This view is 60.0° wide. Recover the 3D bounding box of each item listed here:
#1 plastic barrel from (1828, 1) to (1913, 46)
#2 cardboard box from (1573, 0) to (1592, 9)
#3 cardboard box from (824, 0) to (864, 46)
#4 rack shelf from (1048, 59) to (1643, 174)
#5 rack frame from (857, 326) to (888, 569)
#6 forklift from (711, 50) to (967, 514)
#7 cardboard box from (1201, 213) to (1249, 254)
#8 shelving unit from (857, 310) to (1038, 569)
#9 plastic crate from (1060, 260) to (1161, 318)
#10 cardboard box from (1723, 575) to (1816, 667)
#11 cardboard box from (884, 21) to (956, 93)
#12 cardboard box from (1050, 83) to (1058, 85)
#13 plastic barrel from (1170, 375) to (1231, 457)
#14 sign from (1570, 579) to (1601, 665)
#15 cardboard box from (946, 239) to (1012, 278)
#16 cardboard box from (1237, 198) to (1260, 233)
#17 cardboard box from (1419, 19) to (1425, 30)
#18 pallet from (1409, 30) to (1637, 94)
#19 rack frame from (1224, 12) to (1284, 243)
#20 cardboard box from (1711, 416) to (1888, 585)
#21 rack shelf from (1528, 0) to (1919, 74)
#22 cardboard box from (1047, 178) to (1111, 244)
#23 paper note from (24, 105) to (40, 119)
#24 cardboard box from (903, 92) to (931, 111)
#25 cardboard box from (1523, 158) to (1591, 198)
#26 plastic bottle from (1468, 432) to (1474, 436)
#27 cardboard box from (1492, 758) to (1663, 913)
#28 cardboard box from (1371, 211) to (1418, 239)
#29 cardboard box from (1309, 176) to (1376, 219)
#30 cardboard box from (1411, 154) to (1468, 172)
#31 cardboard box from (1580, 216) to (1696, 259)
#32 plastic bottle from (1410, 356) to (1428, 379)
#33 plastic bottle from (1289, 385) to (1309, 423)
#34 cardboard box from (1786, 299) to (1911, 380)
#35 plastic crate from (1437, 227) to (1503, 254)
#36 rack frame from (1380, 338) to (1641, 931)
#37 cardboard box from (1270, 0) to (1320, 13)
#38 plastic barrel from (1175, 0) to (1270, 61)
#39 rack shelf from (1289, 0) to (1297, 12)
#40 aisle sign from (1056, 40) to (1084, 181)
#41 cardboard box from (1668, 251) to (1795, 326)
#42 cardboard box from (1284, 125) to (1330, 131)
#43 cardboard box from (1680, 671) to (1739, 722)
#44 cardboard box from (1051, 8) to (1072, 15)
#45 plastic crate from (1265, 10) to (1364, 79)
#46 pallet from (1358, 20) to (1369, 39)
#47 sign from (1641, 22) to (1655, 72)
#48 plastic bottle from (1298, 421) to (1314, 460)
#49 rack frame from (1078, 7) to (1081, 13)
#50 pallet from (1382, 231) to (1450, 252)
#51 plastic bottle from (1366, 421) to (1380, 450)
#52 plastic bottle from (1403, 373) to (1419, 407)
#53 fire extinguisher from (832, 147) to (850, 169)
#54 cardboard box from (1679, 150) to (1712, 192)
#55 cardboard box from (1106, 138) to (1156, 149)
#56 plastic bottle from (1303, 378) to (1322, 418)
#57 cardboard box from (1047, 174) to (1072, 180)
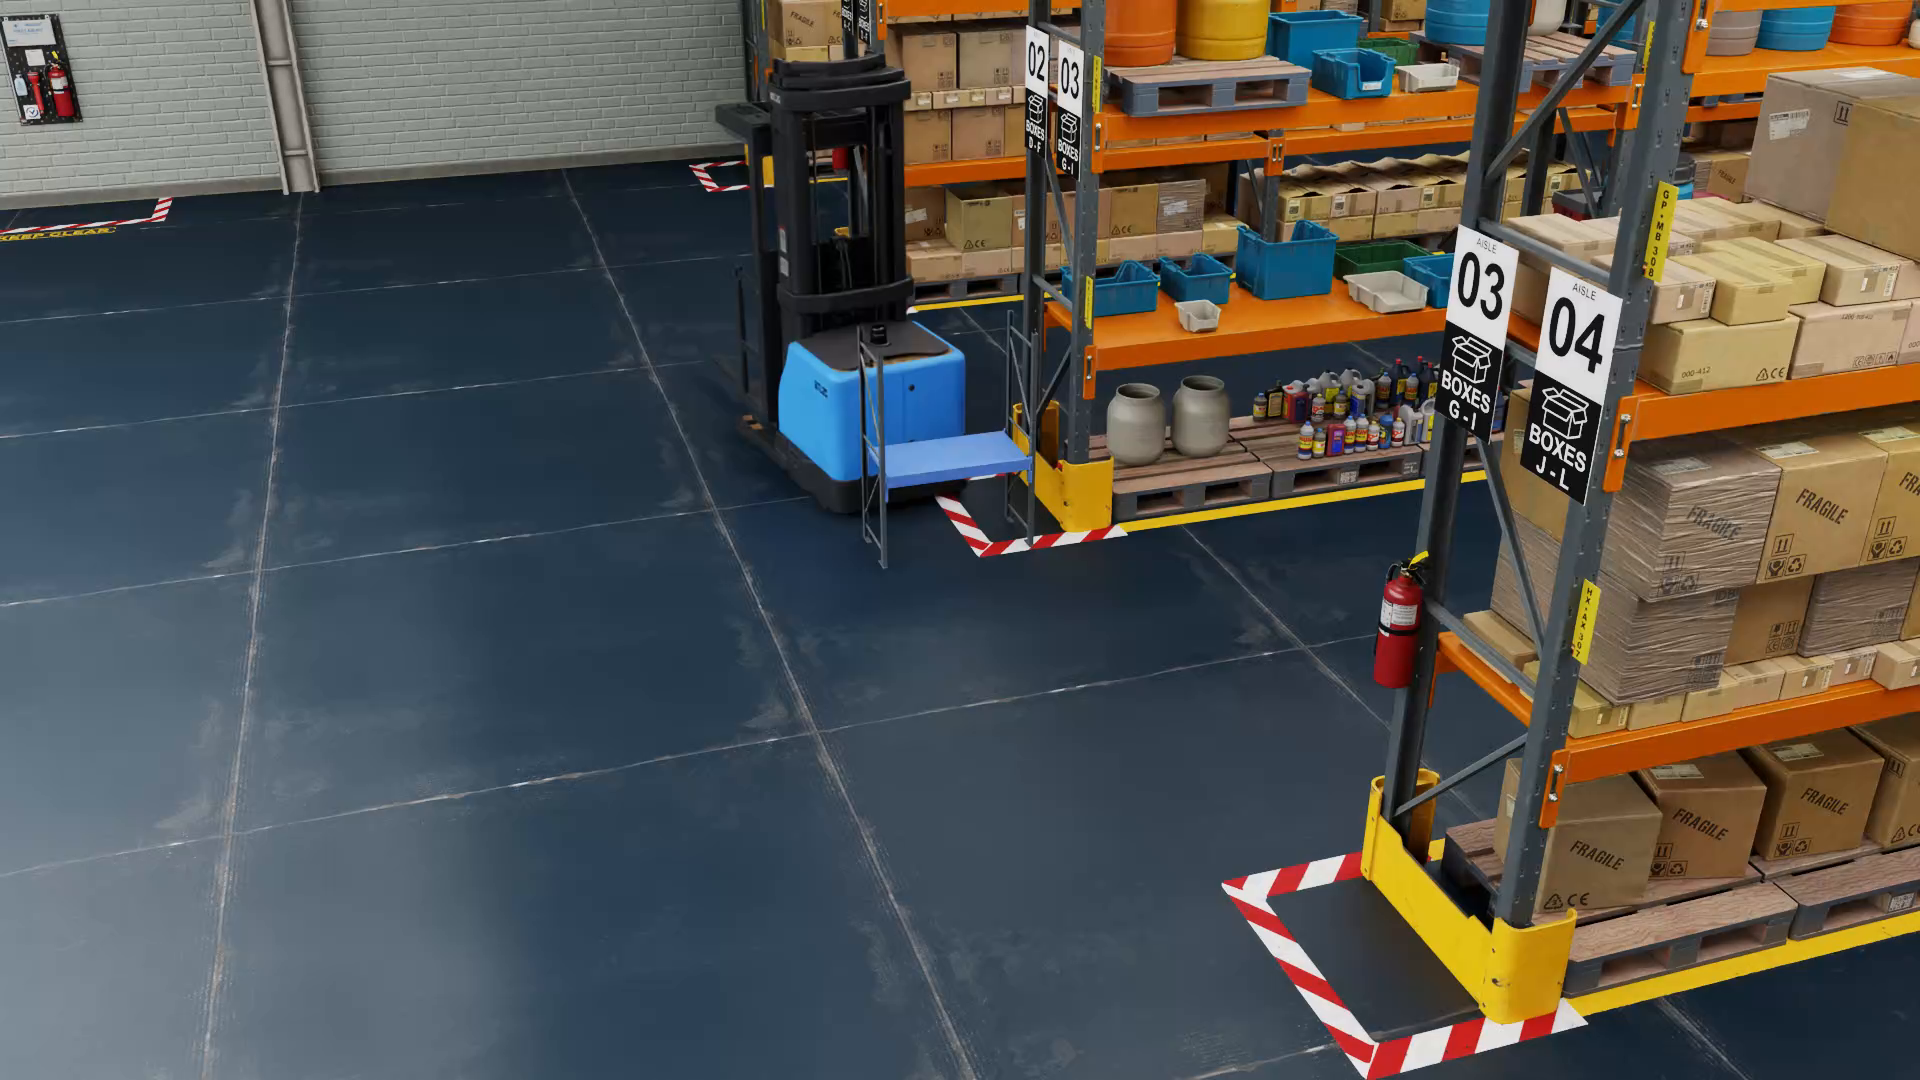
[{"bbox_3d":[6.792,-4.152,12.379,0.708,0.830,0.600,-8,28,-16],"label":"plastic barrel"},{"bbox_3d":[8.155,-7.410,22.327,0.500,0.500,0.500,-8,28,-16],"label":"cardboard box"},{"bbox_3d":[-1.393,-6.095,19.451,0.500,0.500,0.500,-8,28,-16],"label":"cardboard box"},{"bbox_3d":[2.557,-2.923,11.194,4.000,0.370,1.077,-8,28,-16],"label":"rack shelf"},{"bbox_3d":[-0.565,-0.590,10.746,0.032,1.500,0.500,-8,28,-16],"label":"rack frame"},{"bbox_3d":[-1.076,-2.118,12.215,1.130,2.935,3.031,-13,29,-24],"label":"forklift"},{"bbox_3d":[2.555,-3.072,16.679,0.500,0.250,0.500,-8,28,-16],"label":"cardboard box"},{"bbox_3d":[-0.081,-0.660,10.887,1.048,1.500,0.538,-8,28,-16],"label":"shelving unit"},{"bbox_3d":[1.039,-1.755,11.573,0.616,0.251,0.499,-8,28,-16],"label":"plastic crate"},{"bbox_3d":[3.159,0.106,7.210,0.500,0.500,0.875,-8,28,-16],"label":"cardboard box"},{"bbox_3d":[-0.377,-4.413,15.189,0.500,0.500,0.700,-8,28,-16],"label":"cardboard box"},{"bbox_3d":[0.789,-4.197,15.484,0.250,0.149,0.380,-9,28,-17],"label":"cardboard box"},{"bbox_3d":[1.734,-0.892,11.993,0.421,0.512,0.421,0,26,0],"label":"plastic barrel"},{"bbox_3d":[2.357,0.310,6.274,0.005,0.325,0.100,-8,28,-16],"label":"sign"},{"bbox_3d":[0.178,-2.728,15.985,0.500,0.250,0.500,-8,28,-16],"label":"cardboard box"},{"bbox_3d":[3.233,-3.408,17.356,0.500,0.250,0.500,-9,28,-17],"label":"cardboard box"},{"bbox_3d":[6.100,-6.792,21.813,0.250,0.149,0.380,-7,27,-15],"label":"cardboard box"},{"bbox_3d":[3.803,-3.295,11.348,1.003,0.211,1.213,-8,28,-16],"label":"pallet"},{"bbox_3d":[2.928,-4.272,16.476,0.127,3.000,1.000,-8,28,-16],"label":"rack frame"},{"bbox_3d":[3.274,-0.184,6.671,0.500,0.500,0.500,-8,28,-16],"label":"cardboard box"},{"bbox_3d":[4.091,-2.171,6.310,4.000,0.370,1.077,-8,28,-16],"label":"rack shelf"},{"bbox_3d":[1.131,-3.199,16.091,0.500,0.500,0.500,-8,28,-16],"label":"cardboard box"},{"bbox_3d":[-10.271,-4.737,18.403,0.142,0.148,0.016,-8,28,-16],"label":"paper note"},{"bbox_3d":[-0.435,-4.019,15.125,0.250,0.149,0.380,-8,28,-16],"label":"cardboard box"},{"bbox_3d":[6.310,-3.854,17.623,0.500,0.311,0.500,-8,27,-15],"label":"cardboard box"},{"bbox_3d":[3.753,-0.951,12.270,0.185,0.351,0.144,-10,28,-19],"label":"plastic bottle"},{"bbox_3d":[2.788,1.321,7.550,0.500,0.500,0.500,-3,27,-7],"label":"cardboard box"},{"bbox_3d":[4.367,-3.321,17.181,0.500,0.250,0.500,-9,28,-18],"label":"cardboard box"},{"bbox_3d":[3.876,-3.498,16.906,0.500,0.311,0.500,-9,28,-17],"label":"cardboard box"},{"bbox_3d":[5.160,-3.937,17.791,0.500,0.311,0.500,-9,28,-17],"label":"cardboard box"},{"bbox_3d":[2.640,-1.143,6.521,0.250,0.149,0.380,-9,28,-18],"label":"cardboard box"},{"bbox_3d":[3.563,-1.252,12.877,0.185,0.351,0.144,-7,27,-15],"label":"plastic bottle"},{"bbox_3d":[2.548,-1.023,12.492,0.133,0.283,0.061,-8,28,-16],"label":"plastic bottle"},{"bbox_3d":[3.216,-0.839,6.356,0.500,0.250,0.500,-9,28,-17],"label":"cardboard box"},{"bbox_3d":[3.922,-2.131,12.233,0.504,0.338,0.767,-8,28,-16],"label":"plastic crate"},{"bbox_3d":[2.189,0.468,6.928,0.127,3.000,1.000,-8,28,-16],"label":"rack frame"},{"bbox_3d":[4.227,-7.001,21.366,0.500,0.500,0.700,-11,28,-21],"label":"cardboard box"},{"bbox_3d":[1.700,-3.453,10.769,0.600,0.588,0.600,0,26,0],"label":"plastic barrel"},{"bbox_3d":[4.830,-5.569,16.523,4.000,0.370,1.077,-8,28,-16],"label":"rack shelf"},{"bbox_3d":[0.678,-2.657,10.299,0.004,0.787,0.394,-8,28,-16],"label":"aisle sign"},{"bbox_3d":[2.799,-0.922,6.075,0.250,0.149,0.380,-8,27,-15],"label":"cardboard box"},{"bbox_3d":[3.383,-4.291,16.683,0.500,0.250,0.500,-7,27,-13],"label":"cardboard box"},{"bbox_3d":[3.020,0.588,6.970,0.250,0.149,0.380,-8,28,-16],"label":"cardboard box"},{"bbox_3d":[1.037,-6.448,20.161,0.500,0.500,0.500,-8,28,-16],"label":"cardboard box"},{"bbox_3d":[2.375,-3.352,11.268,0.575,0.384,0.392,-8,28,-16],"label":"plastic crate"},{"bbox_3d":[4.550,-6.687,21.557,1.003,0.211,1.213,-8,28,-16],"label":"pallet"},{"bbox_3d":[4.619,-3.290,11.115,0.005,0.325,0.100,-8,28,-16],"label":"sign"},{"bbox_3d":[2.476,-0.719,11.893,0.097,0.271,0.097,0,26,0],"label":"plastic bottle"},{"bbox_3d":[1.391,-6.366,20.694,0.127,3.000,1.000,-8,28,-16],"label":"rack frame"},{"bbox_3d":[4.779,-3.310,17.675,1.213,0.211,1.003,-8,28,-16],"label":"pallet"},{"bbox_3d":[2.991,-0.762,12.059,0.097,0.201,0.097,0,26,0],"label":"plastic bottle"},{"bbox_3d":[3.462,-1.145,12.751,0.097,0.271,0.097,0,26,0],"label":"plastic bottle"},{"bbox_3d":[-1.131,-3.866,15.746,0.183,0.674,0.296,-8,28,-16],"label":"fire extinguisher"},{"bbox_3d":[7.749,-3.916,18.076,0.500,0.500,0.500,-9,28,-18],"label":"cardboard box"},{"bbox_3d":[1.531,-4.110,16.037,0.500,0.500,0.700,-8,27,-15],"label":"cardboard box"},{"bbox_3d":[2.646,-1.084,12.622,0.135,0.276,0.152,-9,28,-18],"label":"plastic bottle"},{"bbox_3d":[0.965,-3.425,16.547,0.500,0.500,0.500,-8,28,-16],"label":"cardboard box"}]
